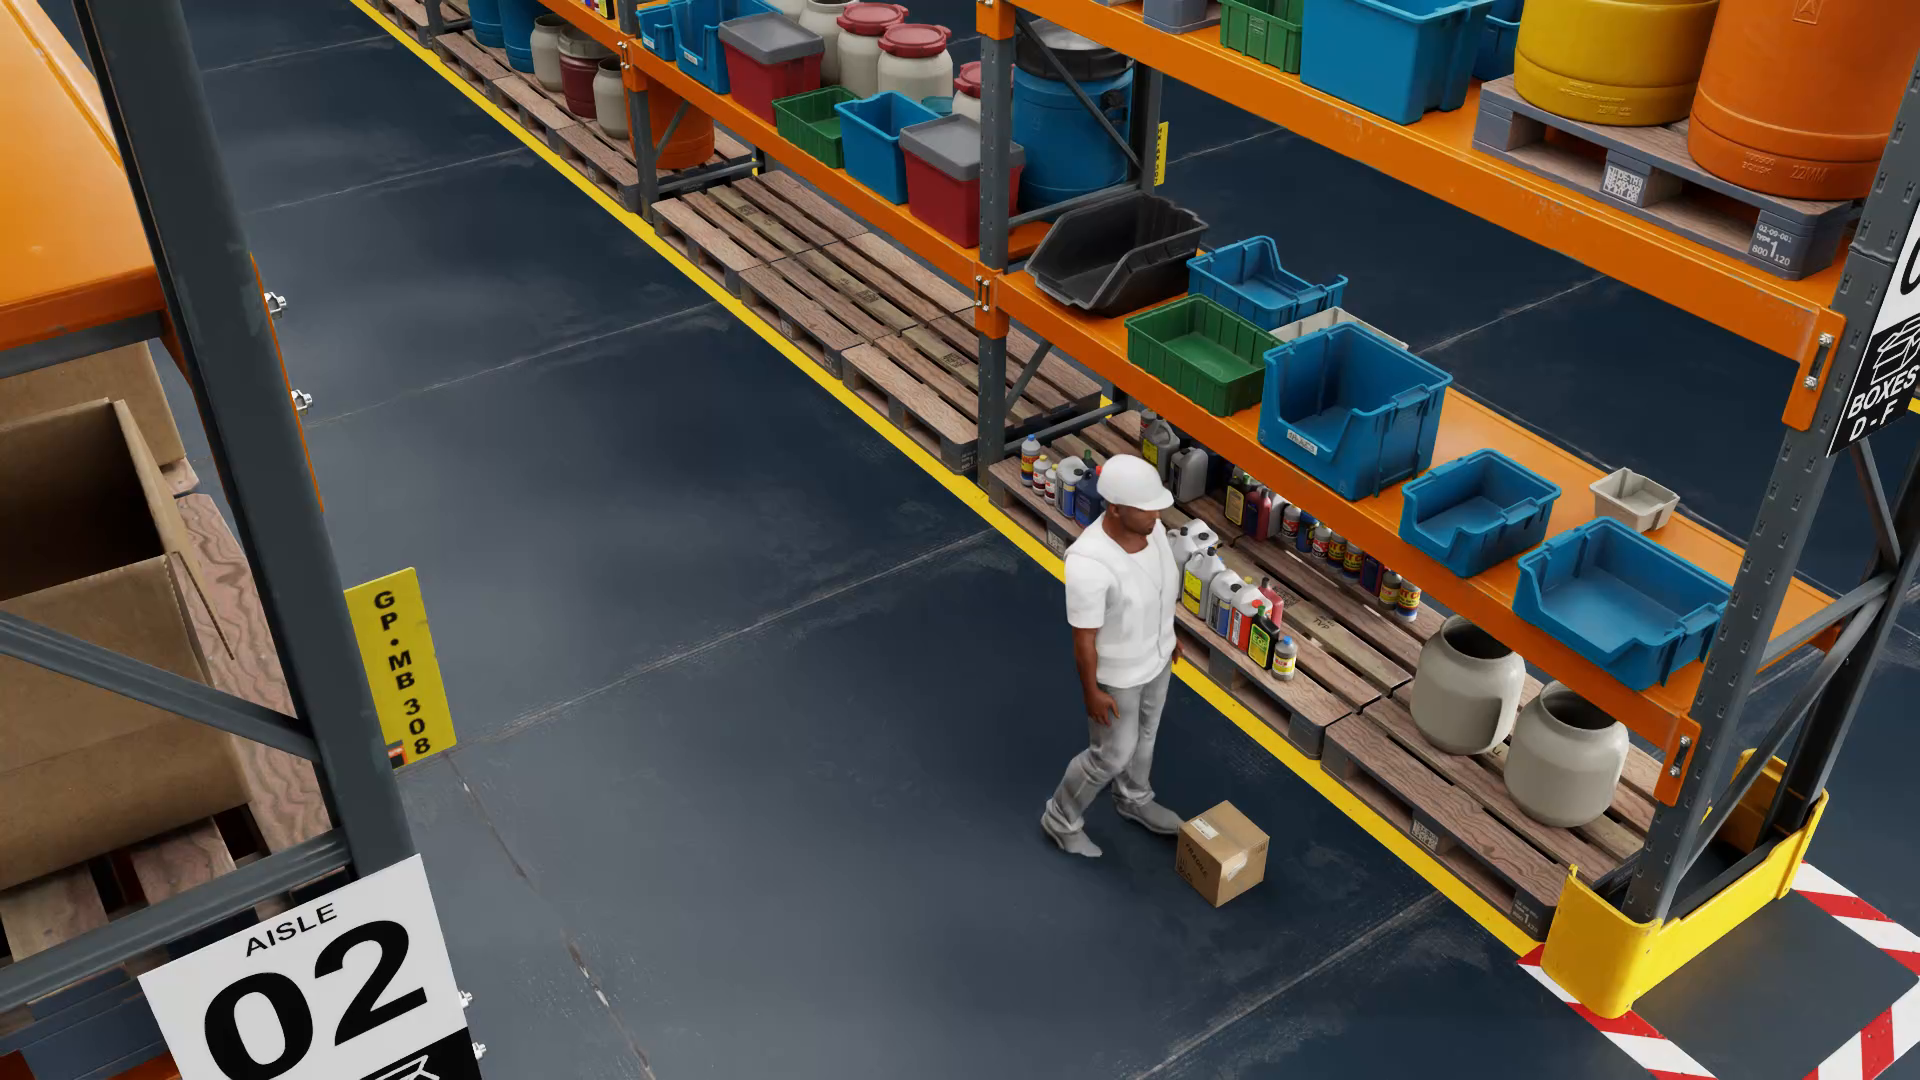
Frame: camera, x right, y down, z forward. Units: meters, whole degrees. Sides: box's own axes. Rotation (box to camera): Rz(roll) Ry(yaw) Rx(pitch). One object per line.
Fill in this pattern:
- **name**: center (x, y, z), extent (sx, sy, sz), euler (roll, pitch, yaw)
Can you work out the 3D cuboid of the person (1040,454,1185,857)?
- **person**: center (0.664, 0.473, 6.370), extent (0.493, 1.810, 0.588), euler (23, 42, 28)
